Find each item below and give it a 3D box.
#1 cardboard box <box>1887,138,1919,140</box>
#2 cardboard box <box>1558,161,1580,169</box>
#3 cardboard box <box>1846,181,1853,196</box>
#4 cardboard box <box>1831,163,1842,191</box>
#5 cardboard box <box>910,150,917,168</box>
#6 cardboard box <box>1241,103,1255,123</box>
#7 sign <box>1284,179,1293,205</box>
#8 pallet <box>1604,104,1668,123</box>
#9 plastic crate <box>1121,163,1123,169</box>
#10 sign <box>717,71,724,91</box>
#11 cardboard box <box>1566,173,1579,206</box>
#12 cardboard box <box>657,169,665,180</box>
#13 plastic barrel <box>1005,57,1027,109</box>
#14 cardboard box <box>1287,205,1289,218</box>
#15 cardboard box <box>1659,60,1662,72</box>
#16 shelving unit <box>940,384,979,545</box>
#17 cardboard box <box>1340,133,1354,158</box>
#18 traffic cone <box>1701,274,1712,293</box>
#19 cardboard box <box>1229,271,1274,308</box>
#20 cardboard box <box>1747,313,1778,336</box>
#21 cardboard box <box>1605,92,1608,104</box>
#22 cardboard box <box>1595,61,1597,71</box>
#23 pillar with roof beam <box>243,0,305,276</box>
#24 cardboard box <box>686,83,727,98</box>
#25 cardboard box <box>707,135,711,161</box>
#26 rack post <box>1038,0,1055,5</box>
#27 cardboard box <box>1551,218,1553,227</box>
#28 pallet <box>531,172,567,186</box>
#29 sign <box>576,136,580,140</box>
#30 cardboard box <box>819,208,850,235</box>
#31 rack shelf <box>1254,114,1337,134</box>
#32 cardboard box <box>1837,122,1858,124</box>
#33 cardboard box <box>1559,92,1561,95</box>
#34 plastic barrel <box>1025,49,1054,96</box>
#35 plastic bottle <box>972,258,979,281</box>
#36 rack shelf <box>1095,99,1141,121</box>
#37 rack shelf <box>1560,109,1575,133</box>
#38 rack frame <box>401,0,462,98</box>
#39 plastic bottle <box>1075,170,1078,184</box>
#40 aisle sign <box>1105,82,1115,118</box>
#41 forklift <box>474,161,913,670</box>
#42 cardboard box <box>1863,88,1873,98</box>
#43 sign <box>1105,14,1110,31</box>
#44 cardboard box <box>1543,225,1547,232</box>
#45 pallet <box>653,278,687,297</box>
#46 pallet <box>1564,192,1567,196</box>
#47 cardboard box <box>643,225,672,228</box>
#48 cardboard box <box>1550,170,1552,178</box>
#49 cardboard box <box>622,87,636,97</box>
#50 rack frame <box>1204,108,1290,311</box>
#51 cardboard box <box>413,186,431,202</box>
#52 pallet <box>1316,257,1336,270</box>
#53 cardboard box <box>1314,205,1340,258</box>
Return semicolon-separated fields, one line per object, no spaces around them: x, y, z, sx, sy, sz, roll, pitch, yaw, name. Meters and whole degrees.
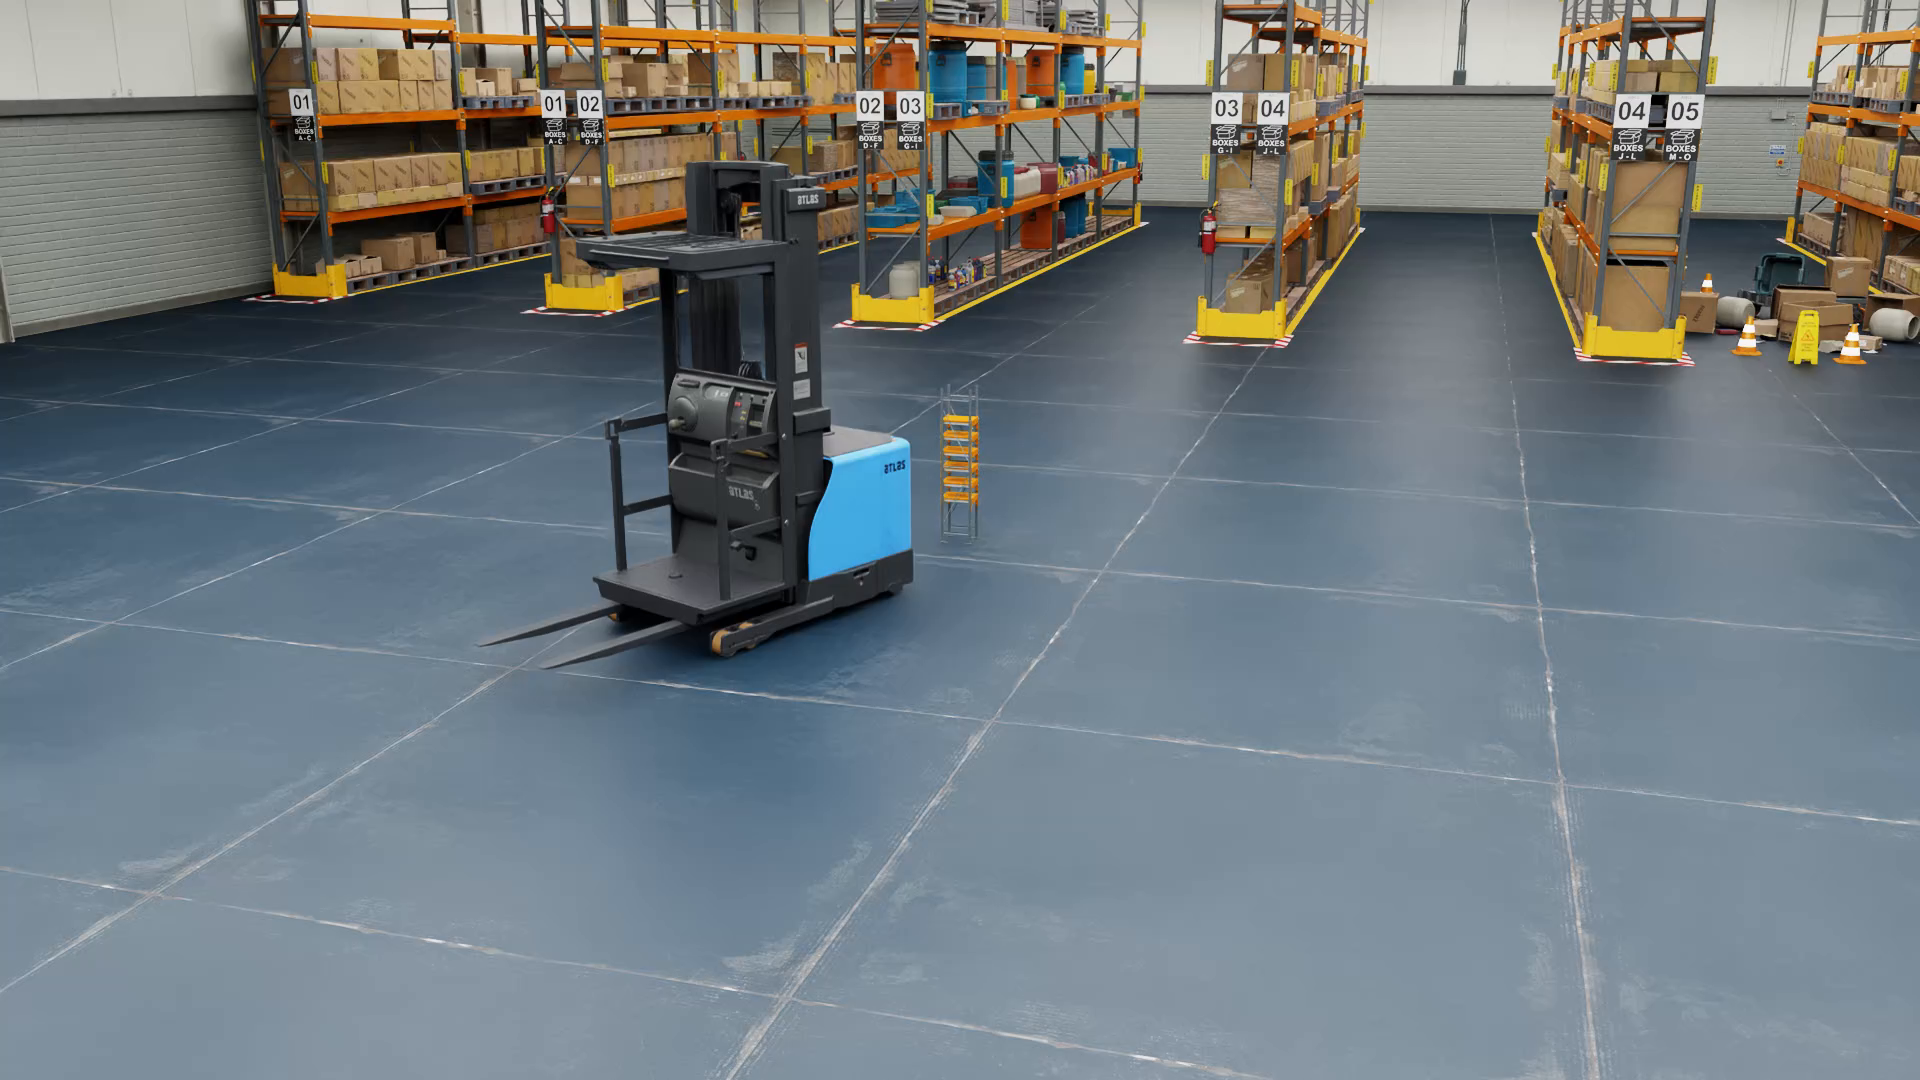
16.689;-6.839;29.427;0.500;0.500;0.500;5;17;17;cardboard box
10.577;-6.489;28.812;0.380;0.149;0.250;4;16;15;cardboard box
16.192;-6.280;29.747;0.500;0.250;0.500;4;16;15;cardboard box
16.602;-6.771;31.022;0.500;0.500;0.500;5;17;16;cardboard box
-1.304;-8.810;38.209;0.500;0.500;0.500;5;17;16;cardboard box
3.697;-5.728;22.304;0.500;0.250;0.500;5;17;17;cardboard box
4.324;-4.585;21.912;0.100;0.325;0.005;5;16;16;sign
8.731;-5.395;21.019;1.003;0.211;1.213;5;16;16;pallet
3.447;-8.381;37.253;0.396;0.136;0.243;5;16;16;plastic crate
-4.024;-7.714;27.939;0.100;0.325;0.005;5;16;16;sign
10.417;-5.844;27.754;0.500;0.500;0.500;5;17;16;cardboard box
-4.938;-5.828;26.509;0.380;0.149;0.250;5;17;16;cardboard box
0.887;-8.174;29.736;0.600;0.901;0.600;0;16;0;plastic barrel
4.197;-4.811;23.567;0.875;0.500;0.500;5;16;16;cardboard box
9.293;-6.151;21.567;0.380;0.149;0.250;4;16;15;cardboard box
-0.004;-0.573;12.652;0.258;1.200;0.189;5;16;16;shelving unit
7.886;-8.152;34.430;0.500;0.500;0.500;4;16;14;cardboard box
11.496;-3.860;25.589;0.336;0.463;0.334;5;16;16;traffic cone
4.134;-3.531;23.594;0.500;0.500;0.500;10;18;30;cardboard box
10.945;-2.938;22.703;0.396;0.266;0.258;8;18;25;cardboard box
8.517;-5.685;21.385;0.380;0.149;0.250;5;17;16;cardboard box
9.238;-6.733;23.621;0.380;0.149;0.250;5;17;16;cardboard box
-6.947;-8.166;25.128;9.100;9.000;0.400;5;16;16;pillar with roof beam
-4.372;-7.760;28.699;0.500;0.250;0.500;6;17;22;cardboard box
-6.454;-9.169;39.110;0.980;0.700;0.700;4;16;13;cardboard box
1.456;-10.034;30.768;0.624;0.289;0.986;5;16;16;rack post
11.827;-6.239;32.694;0.380;0.149;0.250;5;17;17;cardboard box
-8.271;-7.169;32.960;1.213;0.211;1.003;5;16;16;pallet
-7.647;-7.936;33.333;0.100;0.325;0.005;5;16;16;sign
-2.582;-6.584;34.320;0.500;0.500;0.500;4;16;14;cardboard box
5.509;-6.878;27.401;1.077;0.370;4.000;5;16;16;rack shelf
17.942;-8.360;33.603;0.380;0.149;0.250;5;17;17;cardboard box
12.118;-8.722;32.861;0.500;0.250;0.500;4;16;15;cardboard box
1.493;-8.688;30.909;0.600;0.830;0.708;5;16;16;plastic barrel
0.230;-4.338;26.674;0.144;0.351;0.185;4;16;13;plastic bottle
3.033;-9.355;36.135;1.077;0.370;4.000;5;16;16;rack shelf
11.372;-7.513;29.642;1.077;0.370;4.000;5;16;16;rack shelf
-9.307;-9.296;29.112;1.000;3.000;0.127;5;16;16;rack frame
2.290;-7.163;32.799;0.061;0.283;0.133;5;16;16;plastic bottle
3.338;-10.073;38.083;0.394;0.787;0.004;5;16;16;aisle sign
-1.653;-0.840;10.420;1.130;2.935;3.031;13;20;38;forklift
16.020;-7.811;29.031;0.380;0.166;0.250;3;16;12;cardboard box
2.992;-10.477;33.659;0.100;0.325;0.005;5;16;16;sign
12.384;-6.505;34.723;0.380;0.149;0.250;5;17;17;cardboard box
-5.167;-4.160;27.109;1.003;0.211;1.213;5;16;16;pallet
11.327;-6.322;29.971;1.003;0.211;1.213;5;16;16;pallet
-5.123;-5.038;27.990;0.500;0.500;0.500;5;16;16;cardboard box
11.314;-6.880;31.280;0.380;0.149;0.250;5;17;17;cardboard box
-5.190;-6.866;25.476;0.380;0.149;0.250;5;16;16;cardboard box
3.804;-4.211;22.178;1.000;3.000;0.127;5;16;16;rack frame
-9.429;-5.937;28.503;0.500;0.250;0.500;5;16;16;cardboard box
6.373;-5.163;30.644;1.003;0.211;1.213;5;16;16;pallet
6.293;-5.663;30.421;1.225;0.875;0.875;4;16;13;cardboard box
